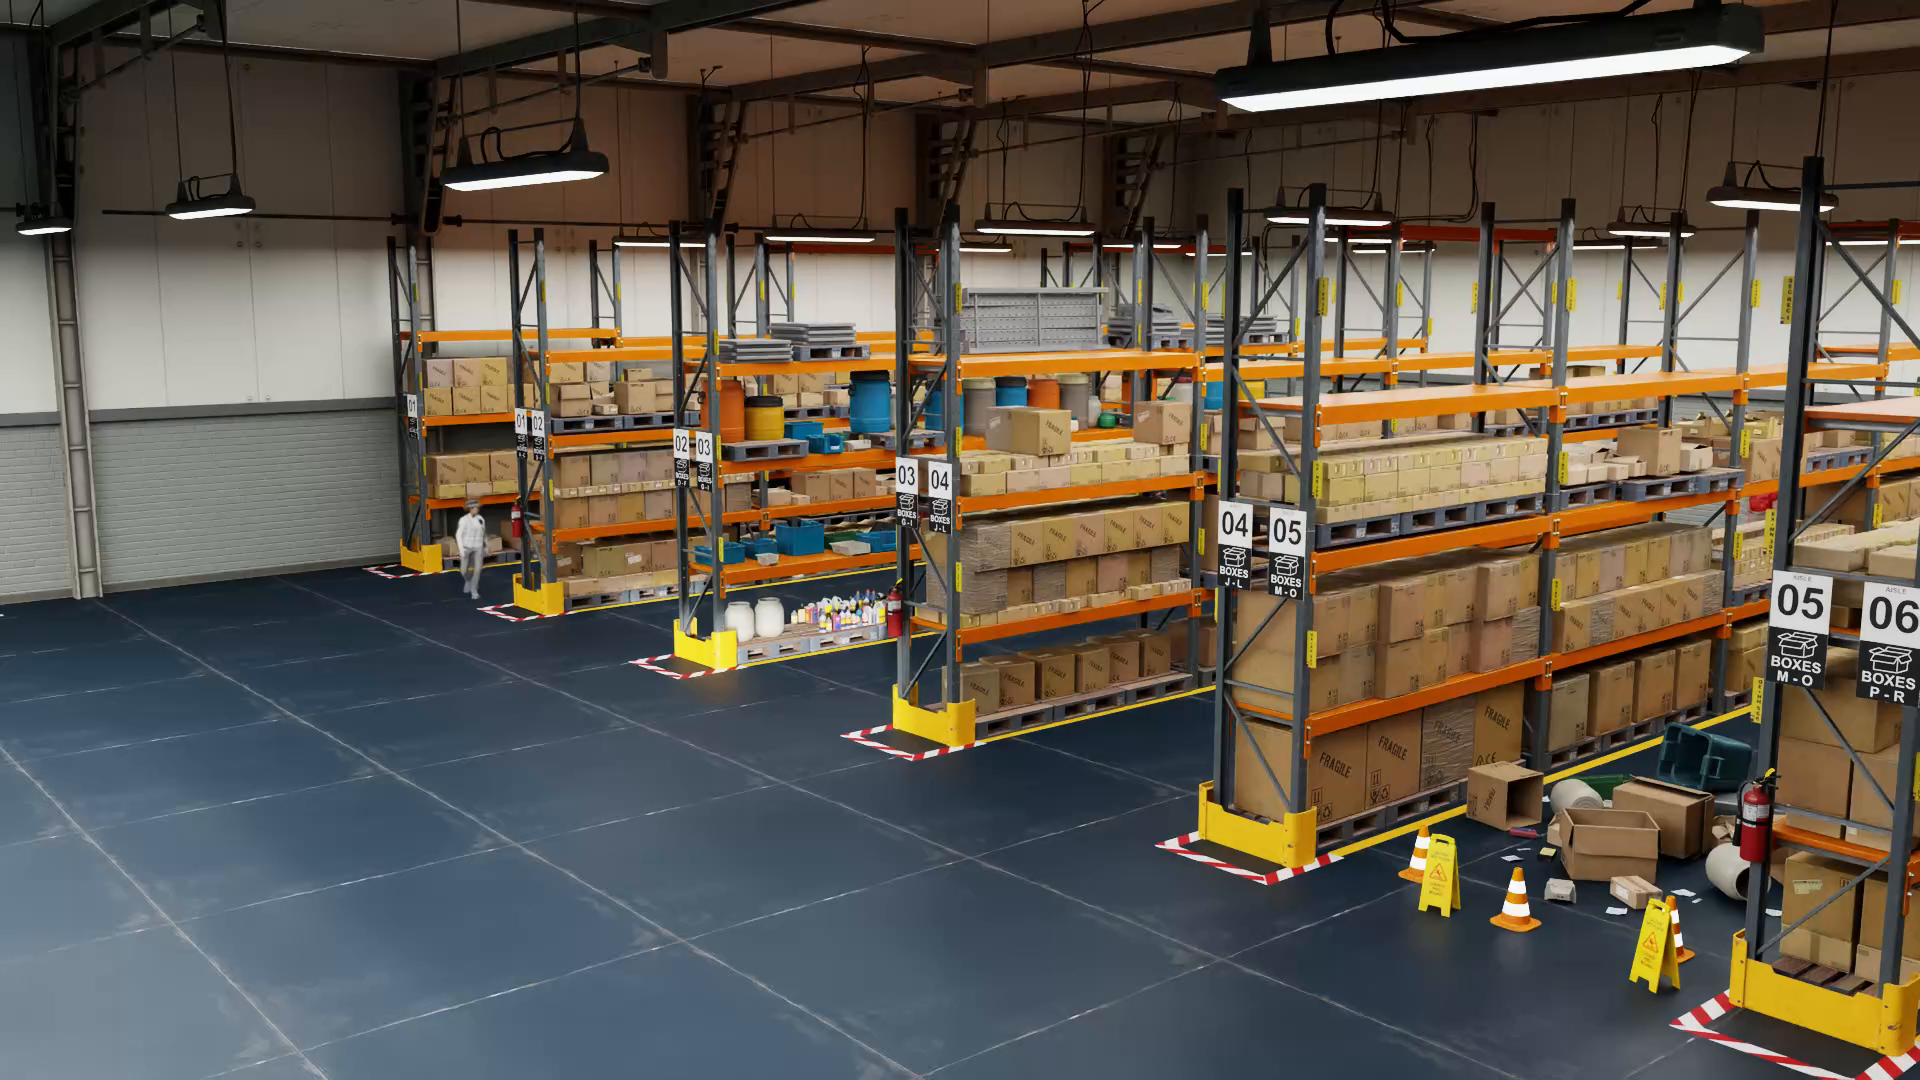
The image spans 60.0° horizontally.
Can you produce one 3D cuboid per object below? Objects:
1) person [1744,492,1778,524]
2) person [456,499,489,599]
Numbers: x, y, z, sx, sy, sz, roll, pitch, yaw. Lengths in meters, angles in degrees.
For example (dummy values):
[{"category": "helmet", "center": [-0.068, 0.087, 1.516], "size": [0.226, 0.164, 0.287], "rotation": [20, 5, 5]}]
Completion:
[{"category": "person", "center": [14.787, -0.395, 30.689], "size": [0.587, 1.740, 0.495], "rotation": [7, 11, 37]}, {"category": "person", "center": [-8.071, 0.142, 27.565], "size": [0.543, 1.648, 0.648], "rotation": [-3, 9, -21]}]
